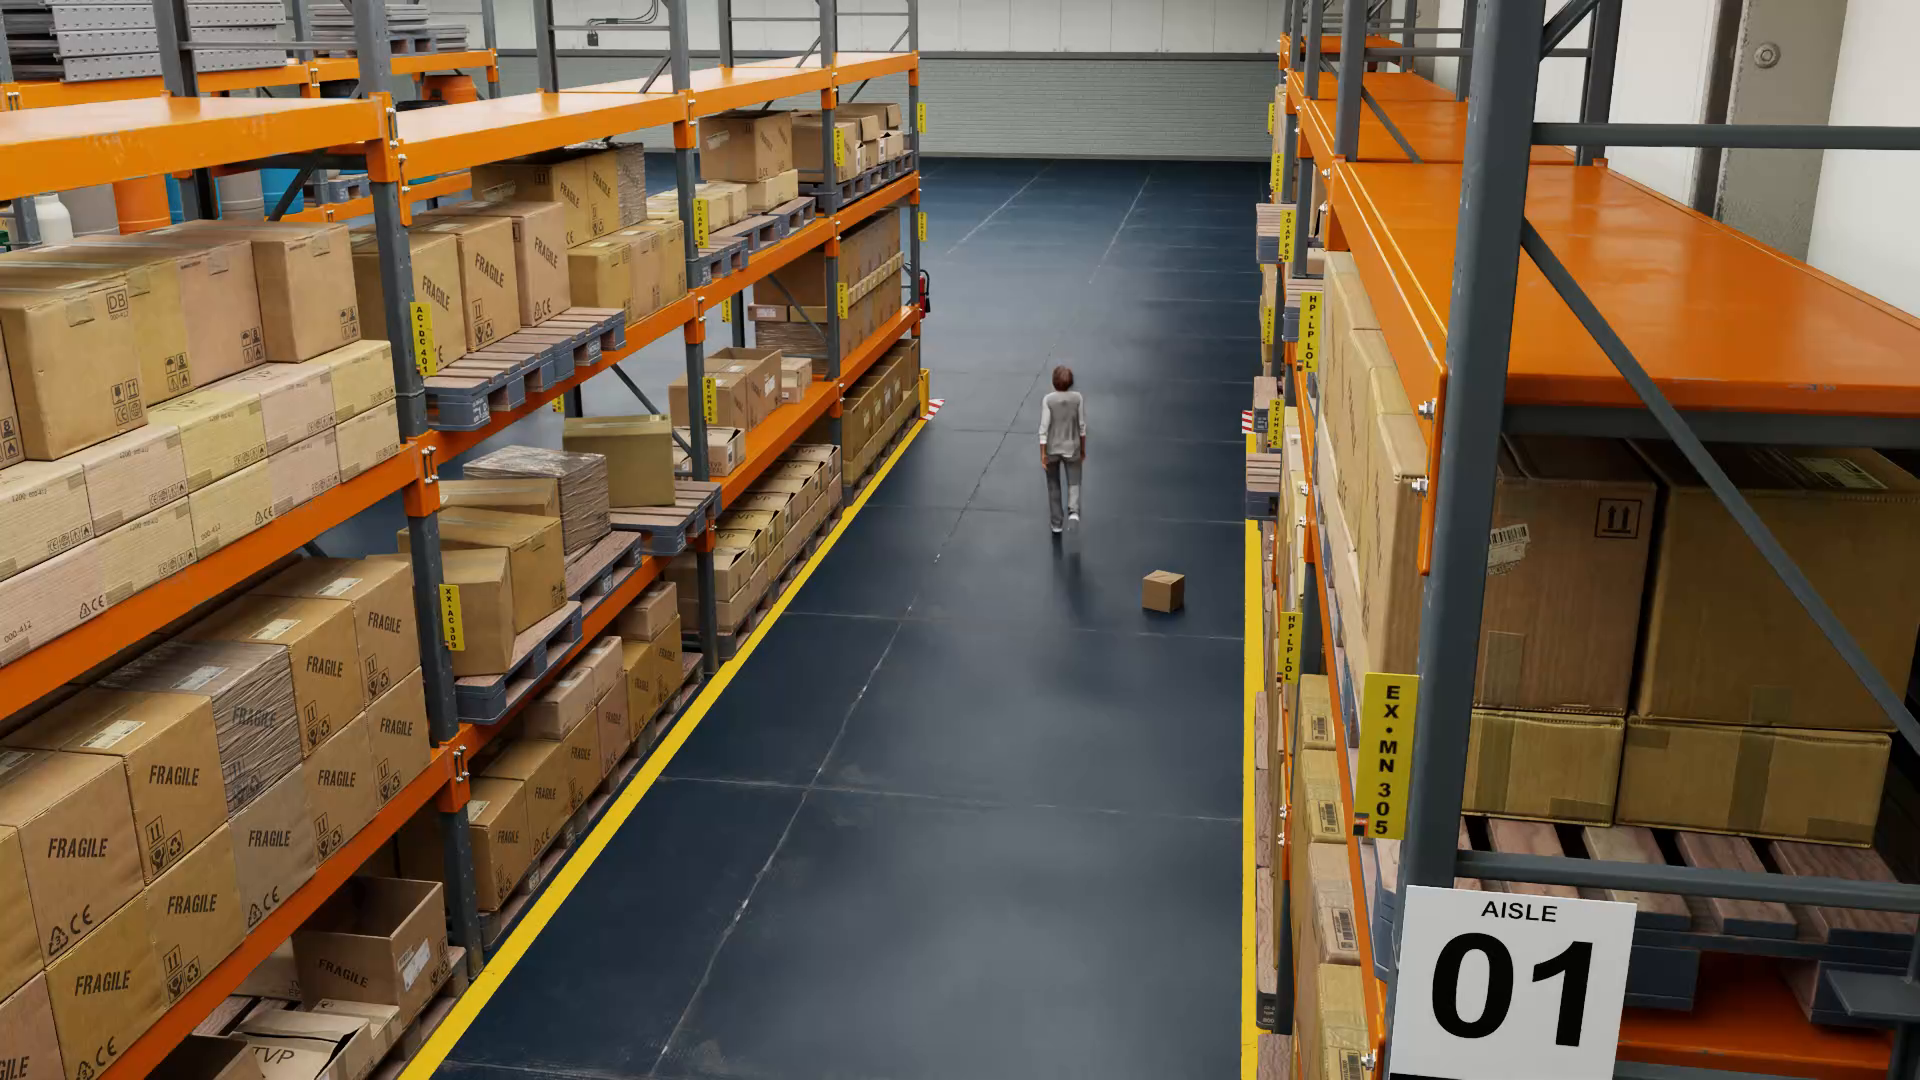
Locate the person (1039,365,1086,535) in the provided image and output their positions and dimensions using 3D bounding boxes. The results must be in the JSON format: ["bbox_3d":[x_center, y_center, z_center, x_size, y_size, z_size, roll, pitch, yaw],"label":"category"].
[{"bbox_3d":[0.922,-0.779,14.901,0.439,1.572,0.729,-1,18,-2],"label":"person"}]
